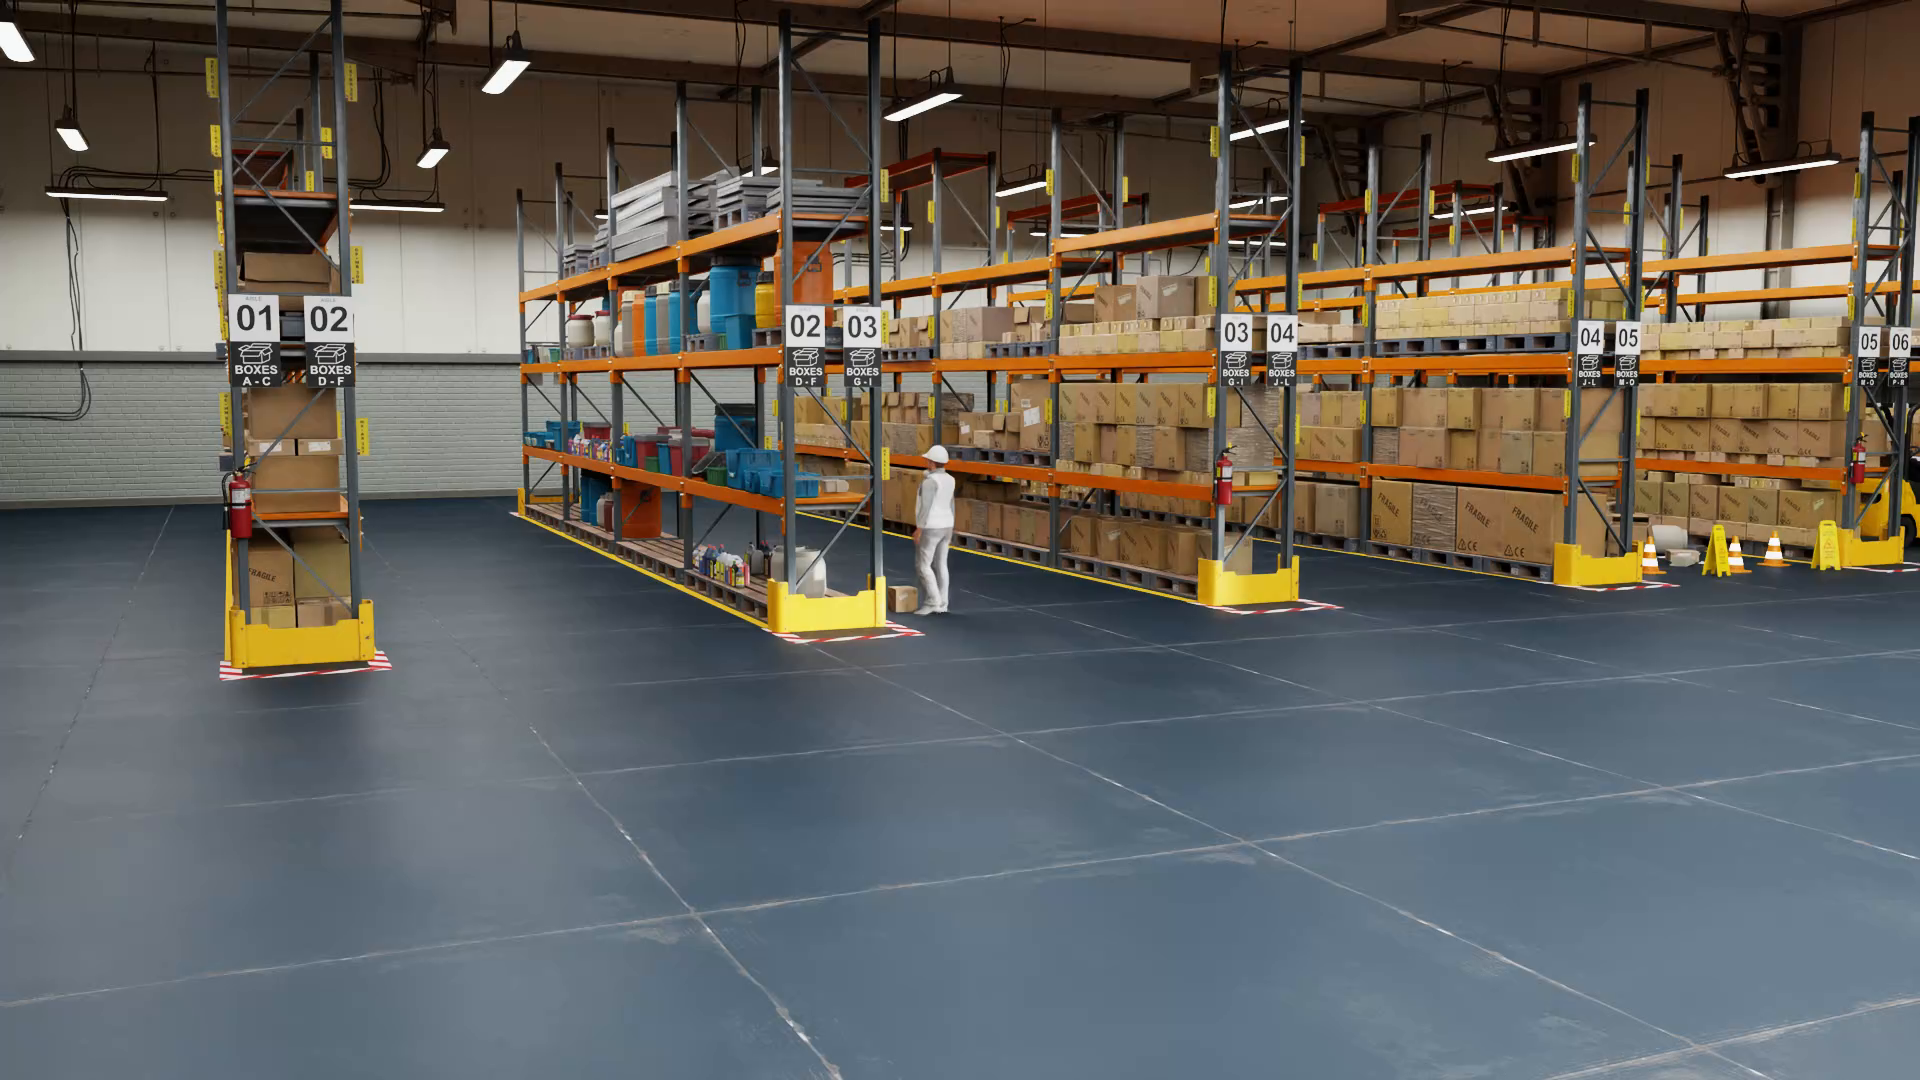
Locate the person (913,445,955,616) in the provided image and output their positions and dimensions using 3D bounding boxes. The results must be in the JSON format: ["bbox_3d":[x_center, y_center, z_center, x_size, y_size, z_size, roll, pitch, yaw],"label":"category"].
[{"bbox_3d":[-0.282,-0.103,17.686,0.378,1.806,0.543,4,6,33],"label":"person"}]
